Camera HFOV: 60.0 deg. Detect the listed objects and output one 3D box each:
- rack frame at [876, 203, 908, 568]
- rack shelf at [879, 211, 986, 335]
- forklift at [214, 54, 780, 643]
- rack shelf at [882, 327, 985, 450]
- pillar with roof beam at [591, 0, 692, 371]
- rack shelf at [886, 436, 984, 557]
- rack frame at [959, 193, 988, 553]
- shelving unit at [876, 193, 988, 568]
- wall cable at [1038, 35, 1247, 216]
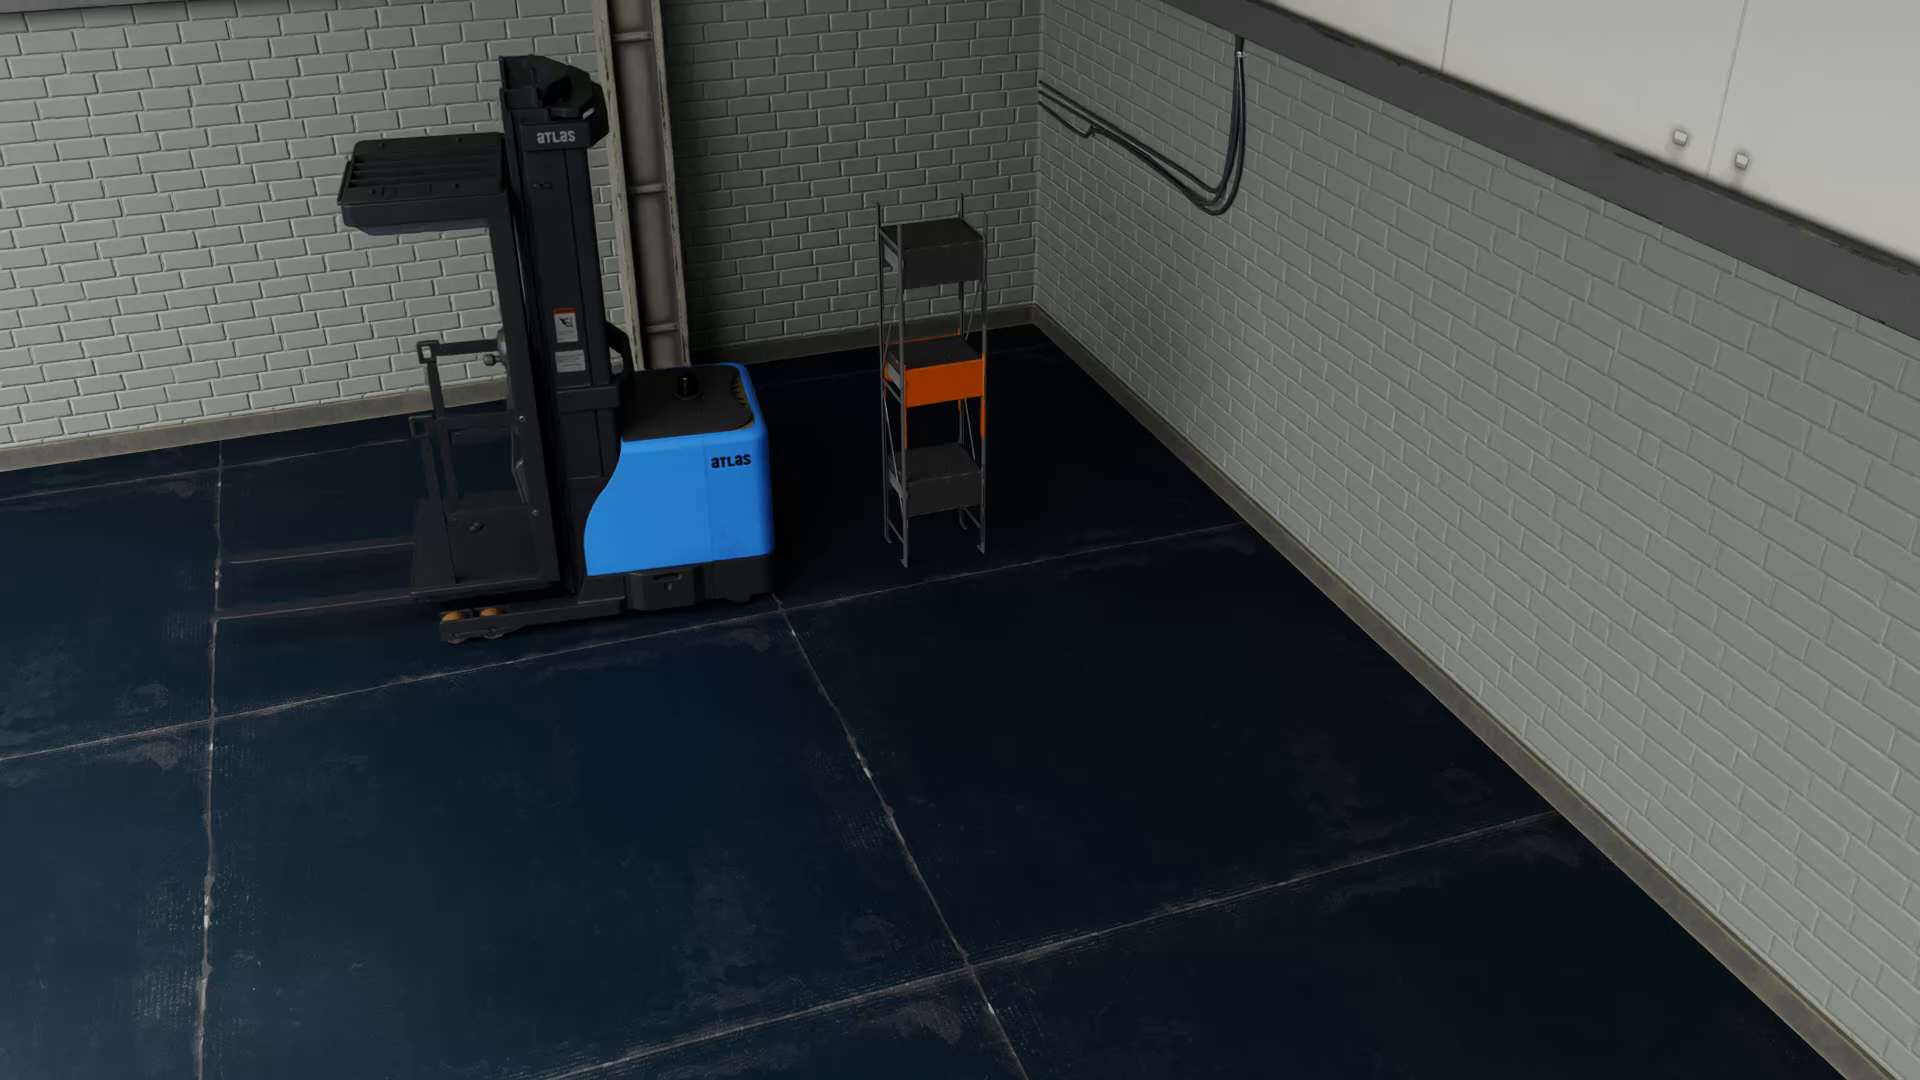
[{"bbox_3d":[-0.384,-0.842,9.457,0.015,2.100,0.400,-10,31,-18],"label":"rack frame"},{"bbox_3d":[-0.155,-1.480,9.191,0.480,0.518,0.431,-10,31,-18],"label":"rack shelf"},{"bbox_3d":[-2.605,-0.997,8.890,3.031,2.935,1.130,-7,30,-12],"label":"forklift"},{"bbox_3d":[-0.155,-0.872,9.537,0.480,0.518,0.431,-10,31,-18],"label":"rack shelf"},{"bbox_3d":[-0.664,-3.053,6.369,0.400,9.000,9.100,-10,31,-18],"label":"pillar with roof beam"},{"bbox_3d":[-0.155,-0.264,9.884,0.480,0.518,0.431,-10,31,-18],"label":"rack shelf"},{"bbox_3d":[0.074,-0.926,9.605,0.015,2.100,0.400,-10,31,-18],"label":"rack frame"},{"bbox_3d":[-0.155,-0.884,9.531,0.503,2.100,0.431,-10,31,-18],"label":"shelving unit"},{"bbox_3d":[1.057,-3.596,10.459,0.112,2.526,3.097,-10,31,-18],"label":"wall cable"}]
